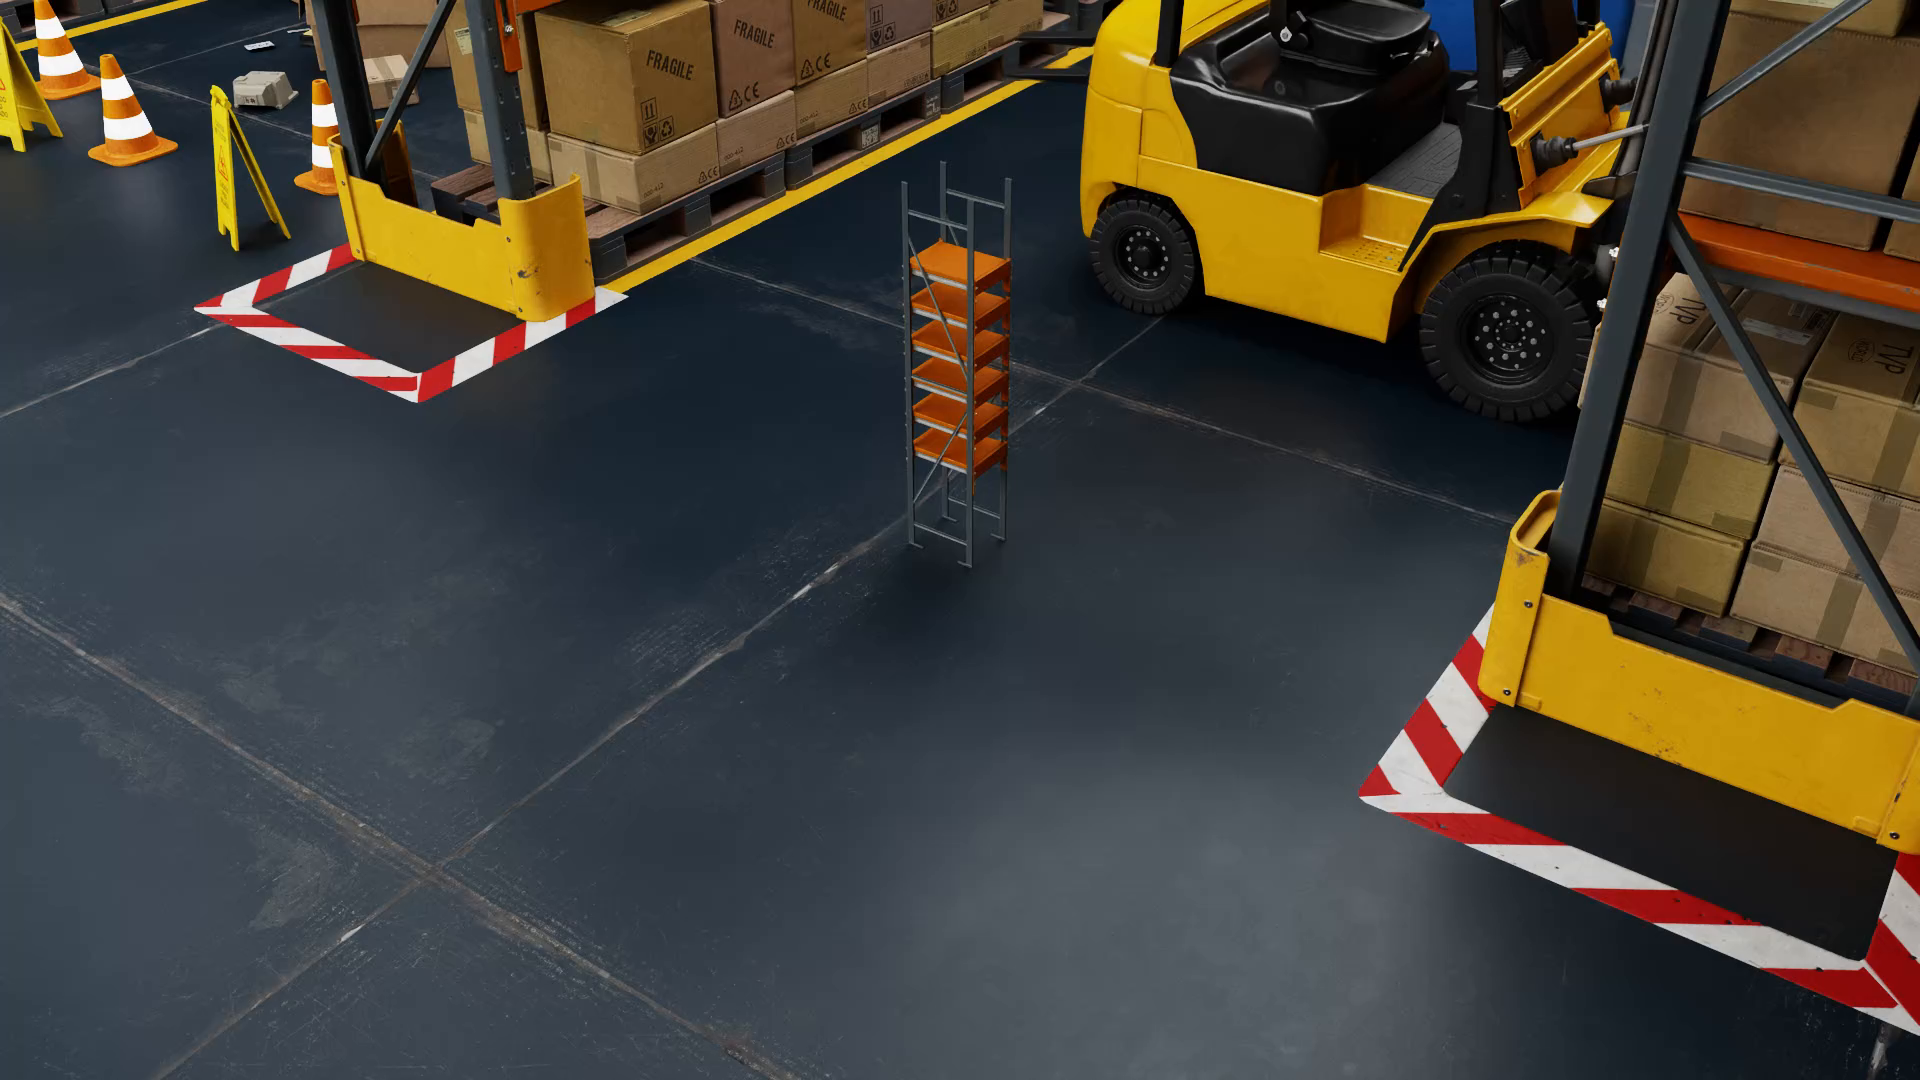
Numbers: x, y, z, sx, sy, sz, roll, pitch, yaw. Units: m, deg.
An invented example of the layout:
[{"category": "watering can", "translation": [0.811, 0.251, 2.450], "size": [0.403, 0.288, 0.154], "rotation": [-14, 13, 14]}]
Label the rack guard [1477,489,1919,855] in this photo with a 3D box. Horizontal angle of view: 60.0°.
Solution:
[{"category": "rack guard", "translation": [1.999, 0.320, 4.331], "size": [1.175, 0.500, 0.348], "rotation": [21, 39, 28]}]

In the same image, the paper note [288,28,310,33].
[{"category": "paper note", "translation": [-3.810, -2.937, 9.584], "size": [0.123, 0.001, 0.032], "rotation": [-15, 37, -21]}]

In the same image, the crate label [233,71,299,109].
[{"category": "crate label", "translation": [-3.590, -2.314, 8.550], "size": [0.250, 0.136, 0.298], "rotation": [3, 34, 4]}]

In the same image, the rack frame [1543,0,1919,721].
[{"category": "rack frame", "translation": [2.013, -0.727, 3.647], "size": [1.000, 3.000, 0.127], "rotation": [21, 39, 28]}]

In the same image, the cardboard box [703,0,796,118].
[{"category": "cardboard box", "translation": [-1.072, -2.192, 7.224], "size": [0.500, 0.500, 0.500], "rotation": [20, 39, 27]}]

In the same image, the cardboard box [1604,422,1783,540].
[{"category": "cardboard box", "translation": [2.034, -0.293, 4.639], "size": [0.500, 0.250, 0.500], "rotation": [21, 39, 28]}]

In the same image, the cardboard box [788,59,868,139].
[{"category": "cardboard box", "translation": [-0.782, -2.116, 7.781], "size": [0.500, 0.250, 0.500], "rotation": [24, 41, 31]}]

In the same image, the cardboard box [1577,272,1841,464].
[{"category": "cardboard box", "translation": [2.019, -0.488, 4.480], "size": [0.500, 0.250, 0.500], "rotation": [23, 40, 30]}]

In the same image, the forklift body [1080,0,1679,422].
[{"category": "forklift body", "translation": [1.596, -1.831, 6.037], "size": [2.313, 2.155, 1.214], "rotation": [21, 39, 28]}]

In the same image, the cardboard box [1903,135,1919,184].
[{"category": "cardboard box", "translation": [2.381, -1.315, 4.427], "size": [0.500, 0.500, 0.500], "rotation": [23, 40, 30]}]

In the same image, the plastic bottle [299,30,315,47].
[{"category": "plastic bottle", "translation": [-3.616, -2.878, 9.451], "size": [0.133, 0.061, 0.283], "rotation": [8, 35, 12]}]

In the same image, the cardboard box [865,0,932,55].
[{"category": "cardboard box", "translation": [-0.481, -2.669, 7.930], "size": [0.500, 0.500, 0.500], "rotation": [24, 41, 31]}]

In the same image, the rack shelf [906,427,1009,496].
[{"category": "rack shelf", "translation": [-0.008, -0.255, 5.063], "size": [0.258, 0.103, 0.180], "rotation": [21, 39, 28]}]

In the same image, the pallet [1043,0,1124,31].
[{"category": "pallet", "translation": [0.657, -3.355, 10.023], "size": [1.003, 0.211, 1.213], "rotation": [21, 39, 28]}]

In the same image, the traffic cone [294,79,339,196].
[{"category": "traffic cone", "translation": [-2.881, -1.870, 7.602], "size": [0.336, 0.463, 0.334], "rotation": [21, 39, 28]}]

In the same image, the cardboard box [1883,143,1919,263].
[{"category": "cardboard box", "translation": [2.524, -0.908, 3.825], "size": [0.500, 0.500, 0.500], "rotation": [23, 40, 30]}]

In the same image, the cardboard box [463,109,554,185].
[{"category": "cardboard box", "translation": [-1.813, -1.815, 7.335], "size": [0.500, 0.250, 0.500], "rotation": [21, 39, 28]}]

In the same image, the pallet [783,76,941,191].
[{"category": "pallet", "translation": [-0.835, -2.112, 8.185], "size": [1.003, 0.211, 1.213], "rotation": [21, 39, 28]}]

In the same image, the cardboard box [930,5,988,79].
[{"category": "cardboard box", "translation": [-0.198, -2.580, 8.468], "size": [0.500, 0.250, 0.500], "rotation": [20, 39, 27]}]

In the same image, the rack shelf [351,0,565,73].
[{"category": "rack shelf", "translation": [-0.926, -2.933, 7.552], "size": [1.077, 0.370, 4.000], "rotation": [21, 39, 28]}]

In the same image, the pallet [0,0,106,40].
[{"category": "pallet", "translation": [-5.799, -3.083, 9.621], "size": [1.003, 0.211, 1.213], "rotation": [21, 39, 28]}]

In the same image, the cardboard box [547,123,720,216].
[{"category": "cardboard box", "translation": [-1.380, -1.629, 7.060], "size": [0.500, 0.250, 0.500], "rotation": [21, 39, 28]}]

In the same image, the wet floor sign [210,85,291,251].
[{"category": "wet floor sign", "translation": [-3.054, -1.590, 7.025], "size": [0.232, 0.644, 0.267], "rotation": [-22, 40, -29]}]

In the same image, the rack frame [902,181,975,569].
[{"category": "rack frame", "translation": [-0.060, -0.448, 4.842], "size": [0.240, 1.200, 0.006], "rotation": [21, 39, 28]}]

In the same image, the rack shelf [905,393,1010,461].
[{"category": "rack shelf", "translation": [-0.008, -0.354, 4.996], "size": [0.258, 0.103, 0.180], "rotation": [21, 39, 28]}]

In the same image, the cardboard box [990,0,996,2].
[{"category": "cardboard box", "translation": [0.097, -3.139, 8.624], "size": [0.500, 0.500, 0.500], "rotation": [21, 39, 28]}]

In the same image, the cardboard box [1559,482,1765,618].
[{"category": "cardboard box", "translation": [2.021, -0.079, 4.769], "size": [0.500, 0.250, 0.500], "rotation": [22, 40, 28]}]

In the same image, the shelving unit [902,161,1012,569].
[{"category": "shelving unit", "translation": [-0.008, -0.490, 4.904], "size": [0.258, 1.200, 0.189], "rotation": [21, 39, 28]}]

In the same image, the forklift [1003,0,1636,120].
[{"category": "forklift", "translation": [1.732, -3.522, 7.841], "size": [3.031, 2.935, 1.130], "rotation": [0, 34, 0]}]

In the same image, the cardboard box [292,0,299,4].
[{"category": "cardboard box", "translation": [-3.952, -3.609, 10.139], "size": [0.500, 0.500, 0.500], "rotation": [29, 44, 36]}]

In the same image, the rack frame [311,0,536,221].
[{"category": "rack frame", "translation": [-2.067, -2.311, 5.989], "size": [1.000, 3.000, 0.127], "rotation": [21, 39, 28]}]

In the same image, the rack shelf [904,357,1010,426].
[{"category": "rack shelf", "translation": [-0.008, -0.454, 4.929], "size": [0.258, 0.103, 0.180], "rotation": [21, 39, 28]}]
